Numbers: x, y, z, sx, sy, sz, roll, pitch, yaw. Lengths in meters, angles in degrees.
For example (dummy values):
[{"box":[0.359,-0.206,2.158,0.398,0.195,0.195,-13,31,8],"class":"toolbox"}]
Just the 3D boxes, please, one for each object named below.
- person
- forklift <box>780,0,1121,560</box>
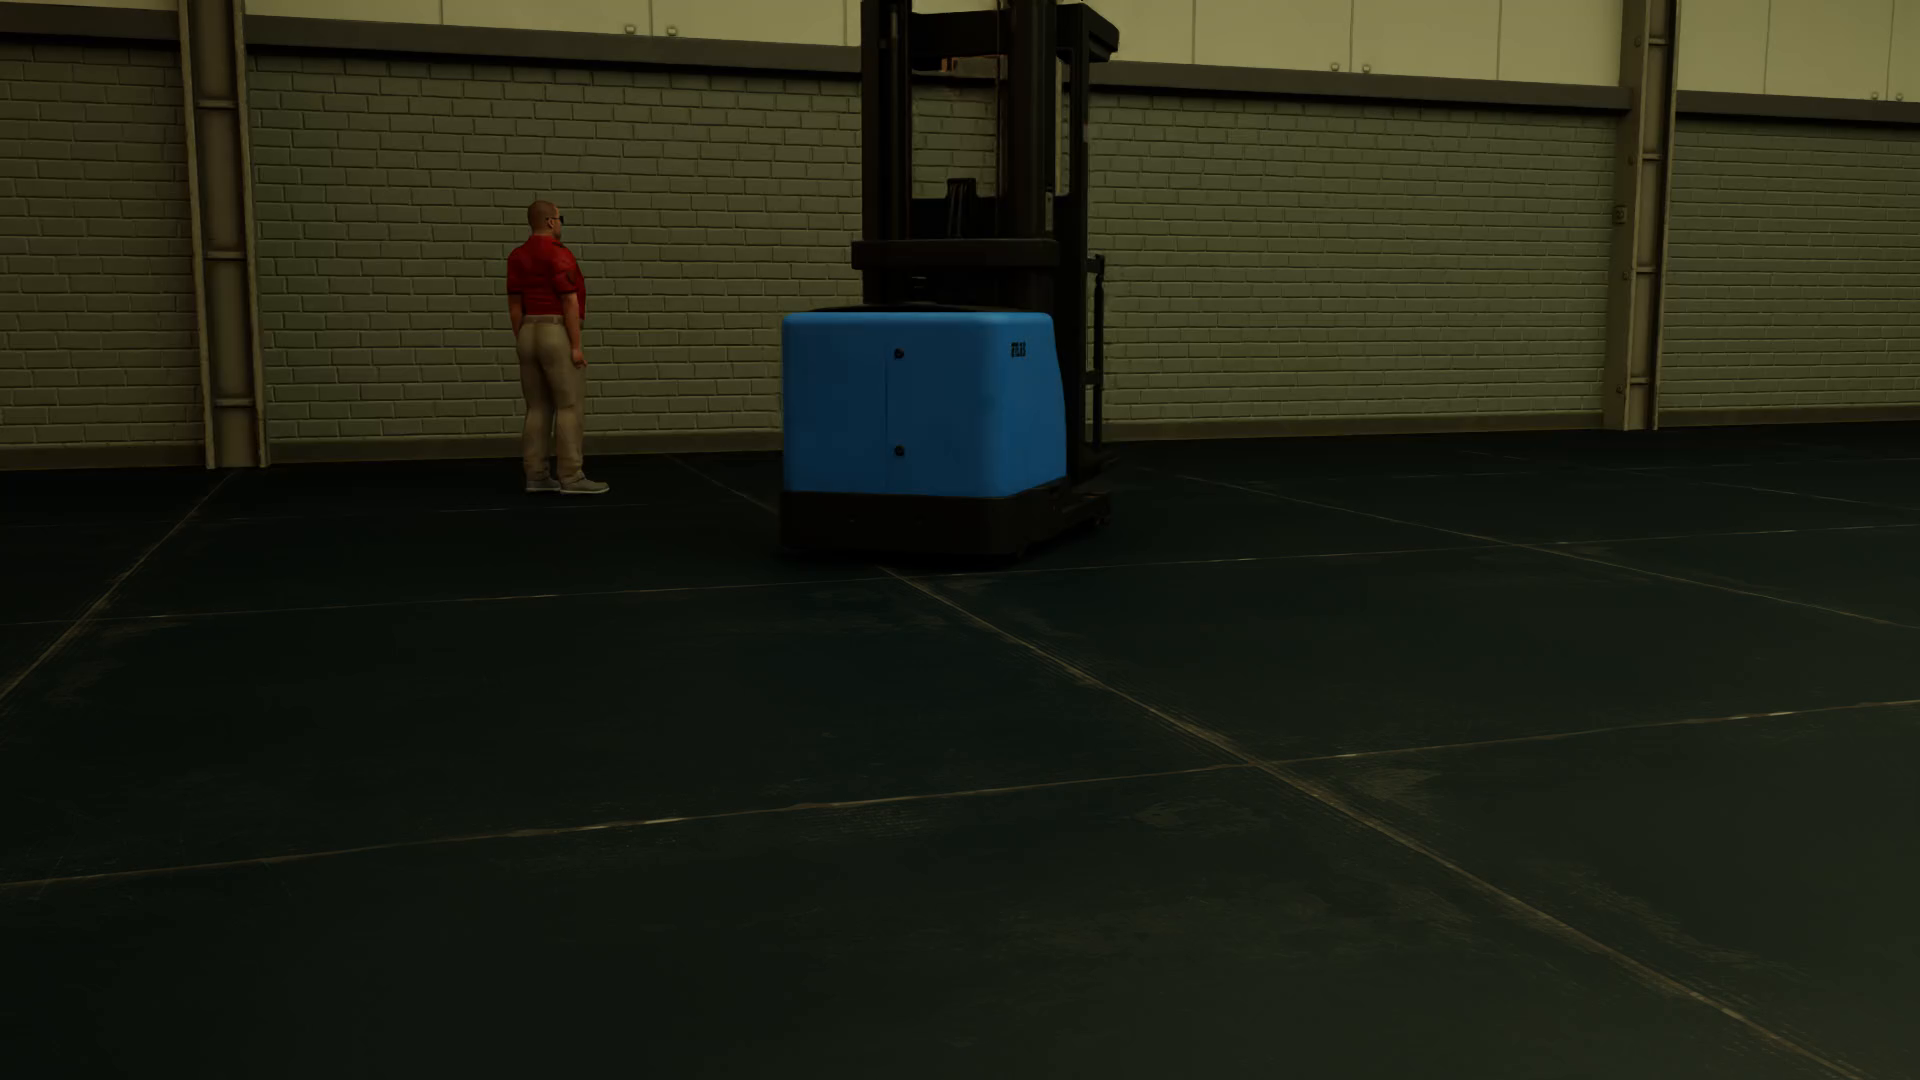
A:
[{"box":[-2.410,-1.136,9.877,0.528,1.728,0.388,5,9,31],"class":"person"},{"box":[0.154,-1.528,8.286,1.130,2.935,3.031,2,8,18],"class":"forklift"}]
